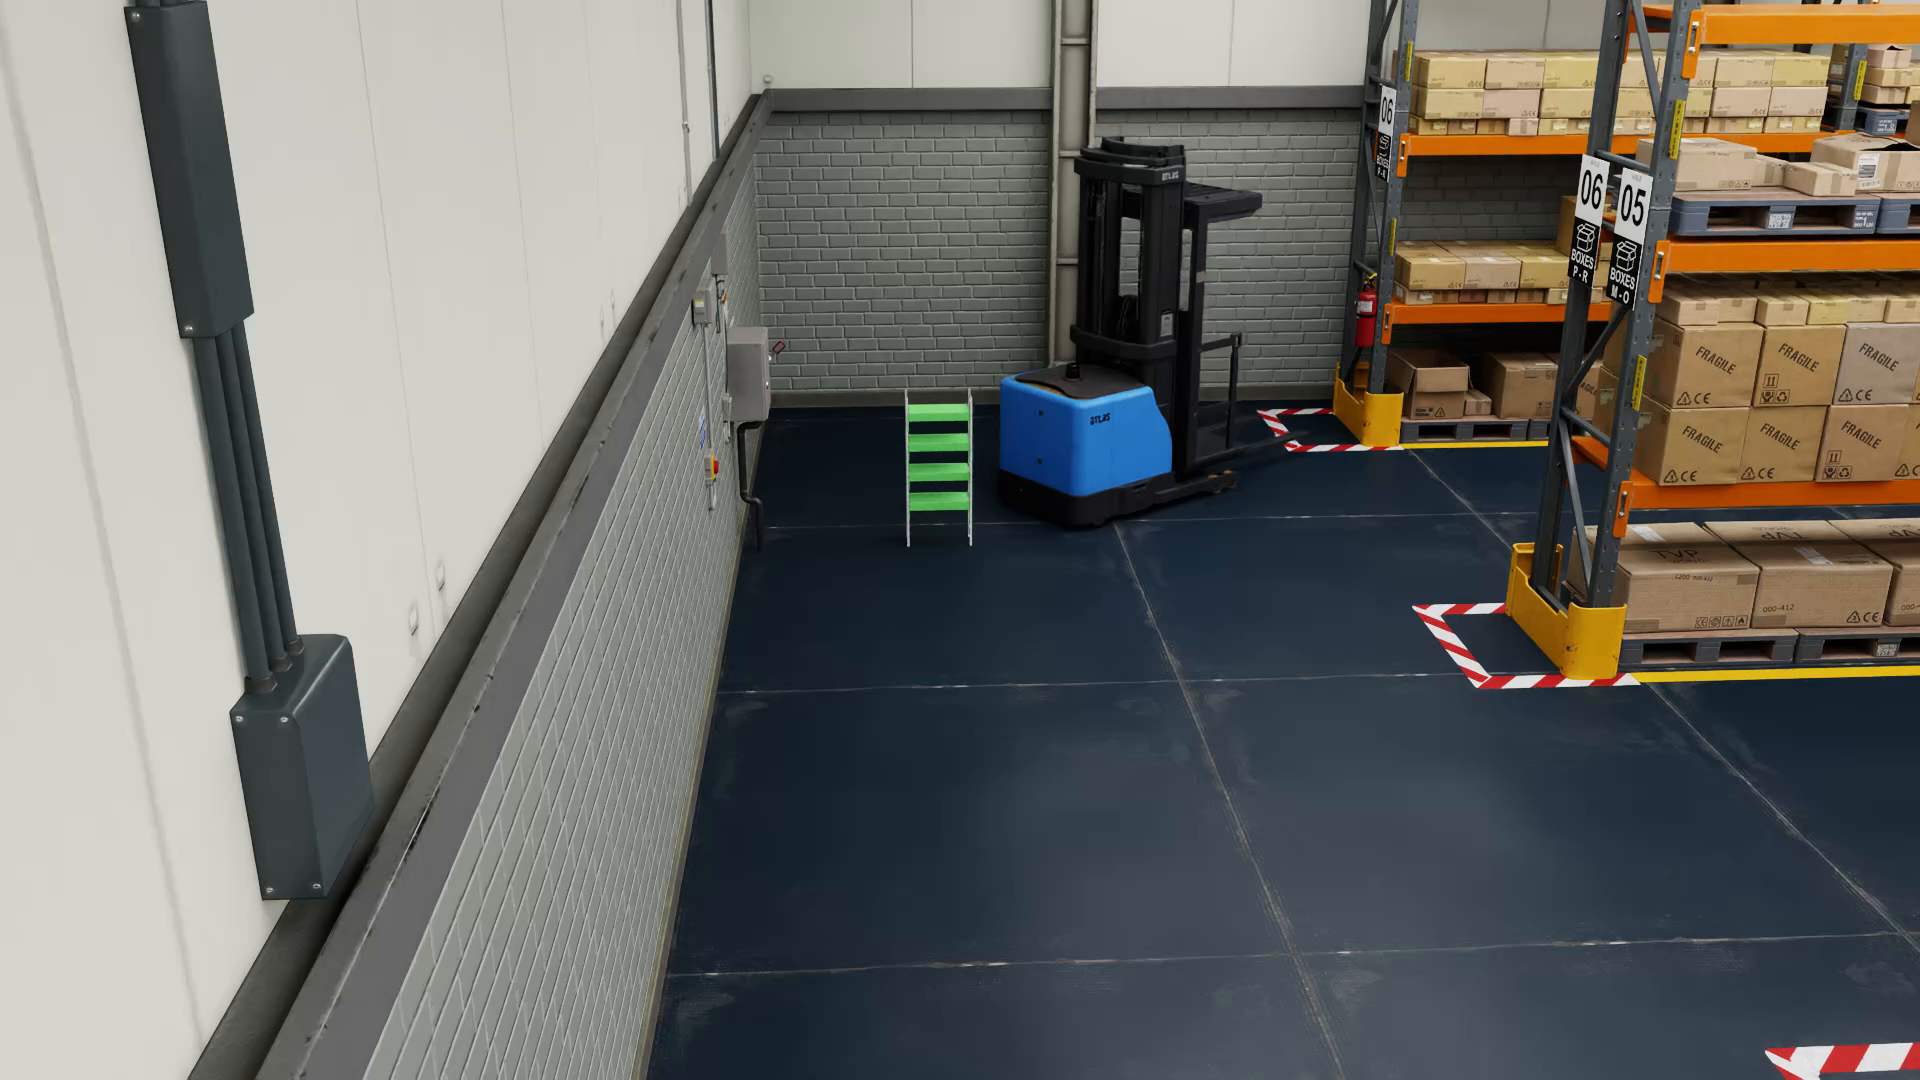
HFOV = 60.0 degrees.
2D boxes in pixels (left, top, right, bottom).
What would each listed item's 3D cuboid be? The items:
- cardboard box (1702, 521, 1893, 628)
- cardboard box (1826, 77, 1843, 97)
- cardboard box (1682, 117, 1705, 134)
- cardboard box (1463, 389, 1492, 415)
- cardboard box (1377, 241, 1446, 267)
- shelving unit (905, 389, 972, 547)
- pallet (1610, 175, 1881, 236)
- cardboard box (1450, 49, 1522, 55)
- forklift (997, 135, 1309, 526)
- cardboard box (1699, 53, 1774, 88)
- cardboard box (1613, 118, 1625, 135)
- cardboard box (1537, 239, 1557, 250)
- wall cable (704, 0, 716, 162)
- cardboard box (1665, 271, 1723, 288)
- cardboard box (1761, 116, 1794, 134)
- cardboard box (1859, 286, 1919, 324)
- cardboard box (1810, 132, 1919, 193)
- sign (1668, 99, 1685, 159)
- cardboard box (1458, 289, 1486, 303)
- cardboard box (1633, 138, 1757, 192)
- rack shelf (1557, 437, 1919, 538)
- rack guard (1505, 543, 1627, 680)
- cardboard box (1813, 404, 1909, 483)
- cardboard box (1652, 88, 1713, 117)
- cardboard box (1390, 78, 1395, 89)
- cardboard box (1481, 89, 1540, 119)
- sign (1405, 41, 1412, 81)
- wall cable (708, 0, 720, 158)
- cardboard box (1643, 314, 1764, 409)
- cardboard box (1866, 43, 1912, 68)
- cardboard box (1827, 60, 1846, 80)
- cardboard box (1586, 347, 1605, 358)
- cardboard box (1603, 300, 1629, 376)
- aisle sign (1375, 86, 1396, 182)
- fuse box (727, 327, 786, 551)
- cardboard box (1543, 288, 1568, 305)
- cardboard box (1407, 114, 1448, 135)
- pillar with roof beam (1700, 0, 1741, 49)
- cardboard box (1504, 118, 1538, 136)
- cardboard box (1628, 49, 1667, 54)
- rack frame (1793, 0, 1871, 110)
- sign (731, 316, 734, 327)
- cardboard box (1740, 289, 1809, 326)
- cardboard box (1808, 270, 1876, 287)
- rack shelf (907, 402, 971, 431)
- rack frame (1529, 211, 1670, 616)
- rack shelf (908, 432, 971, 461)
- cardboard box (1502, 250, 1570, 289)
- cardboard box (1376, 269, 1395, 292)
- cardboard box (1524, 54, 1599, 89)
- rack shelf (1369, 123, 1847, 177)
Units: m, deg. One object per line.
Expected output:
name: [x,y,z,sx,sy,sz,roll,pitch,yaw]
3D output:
cardboard box: [5.651,0.224,11.327,0.875,0.438,0.875,-1,21,-2]
cardboard box: [8.090,-4.109,15.104,0.250,0.149,0.380,-1,21,-3]
cardboard box: [6.422,-3.718,14.809,0.250,0.149,0.380,0,21,-1]
cardboard box: [4.840,-1.307,15.755,0.250,0.149,0.380,-2,21,-5]
cardboard box: [4.242,-2.642,15.638,0.500,0.250,0.500,-1,21,-1]
shelving unit: [-0.165,-0.557,12.899,0.503,1.200,0.258,-1,21,-3]
pallet: [4.825,-2.086,10.292,1.213,0.211,1.003,-1,21,-3]
cardboard box: [4.745,-4.292,15.054,0.500,0.250,0.500,-2,21,-5]
forklift: [1.776,-1.890,13.965,3.031,2.935,1.130,-16,26,-36]
cardboard box: [6.795,-4.146,14.669,0.500,0.250,0.500,-1,21,-4]
cardboard box: [5.666,-3.675,14.694,0.250,0.149,0.380,-1,21,-3]
cardboard box: [5.774,-2.671,15.714,0.500,0.250,0.500,-1,21,-3]
wall cable: [-1.618,-3.562,9.829,0.029,3.000,2.355,-1,21,-3]
cardboard box: [4.684,-1.616,10.692,0.250,0.149,0.380,-1,21,-2]
cardboard box: [7.205,-3.719,14.811,0.250,0.149,0.380,-1,21,-3]
cardboard box: [5.751,-1.454,10.266,0.250,0.149,0.380,-1,21,-3]
cardboard box: [5.582,-2.322,10.184,0.500,0.311,0.500,-1,21,-2]
sign: [4.111,-2.356,9.539,0.005,0.325,0.100,-1,21,-3]
cardboard box: [4.653,-2.301,15.301,0.250,0.149,0.380,-1,21,-4]
cardboard box: [4.529,-2.322,10.269,0.500,0.250,0.500,-3,21,-8]
rack shelf: [6.082,-0.411,10.995,4.000,0.370,1.077,-1,21,-3]
rack guard: [4.061,0.462,11.204,0.348,0.500,1.175,-1,21,-3]
cardboard box: [5.593,-0.685,10.564,0.500,0.500,0.500,-1,21,-3]
cardboard box: [6.294,-3.902,14.732,0.500,0.250,0.500,-1,21,-2]
cardboard box: [4.226,-4.046,15.109,0.500,0.250,0.500,-2,21,-4]
cardboard box: [4.763,-3.870,14.647,0.500,0.250,0.500,-1,21,-2]
sign: [3.829,-4.087,14.196,0.005,0.325,0.100,-1,21,-3]
wall cable: [-1.740,-4.570,12.423,0.133,3.039,2.988,-1,21,-3]
cardboard box: [4.580,-1.129,10.325,0.500,0.500,0.500,-2,21,-4]
cardboard box: [8.112,-4.293,14.587,0.258,0.266,0.396,-1,21,-4]
cardboard box: [8.084,-4.265,15.096,0.250,0.149,0.380,-1,21,-4]
cardboard box: [6.306,-1.501,15.771,0.500,0.500,0.700,-2,21,-5]
cardboard box: [4.553,-1.315,10.813,0.500,0.500,0.500,0,21,-1]
aisle sign: [3.747,-3.579,14.652,0.004,0.787,0.394,-1,21,-3]
fuse box: [-1.517,-0.731,12.635,0.414,1.711,0.539,-1,21,-3]
cardboard box: [5.431,-2.270,15.220,0.250,0.149,0.380,-2,21,-5]
cardboard box: [4.129,-3.678,14.703,0.250,0.149,0.380,-1,21,-2]
pillar with roof beam: [7.291,-4.131,11.325,0.400,9.000,9.100,-1,21,-3]
cardboard box: [4.901,-3.660,14.656,0.250,0.149,0.380,-1,21,-2]
cardboard box: [6.258,-4.320,15.126,0.500,0.250,0.500,-1,21,-4]
rack frame: [7.791,-5.355,14.538,0.127,3.000,1.000,-1,21,-3]
sign: [-1.752,-1.460,12.873,0.001,0.494,0.329,-1,21,-3]
cardboard box: [4.979,-1.428,10.197,0.250,0.149,0.380,-1,21,-1]
cardboard box: [5.703,-1.647,10.775,0.250,0.149,0.380,-1,21,-2]
rack shelf: [-0.165,-0.946,12.751,0.480,0.148,0.258,-1,21,-3]
rack frame: [4.085,-0.706,10.761,0.127,3.000,1.000,-1,21,-3]
rack shelf: [-0.165,-0.722,12.836,0.480,0.148,0.258,-1,21,-3]
cardboard box: [5.275,-2.474,15.196,0.500,0.250,0.500,-2,21,-4]
cardboard box: [4.113,-2.454,15.705,0.250,0.149,0.380,-1,21,-4]
cardboard box: [5.265,-4.112,14.581,0.500,0.250,0.500,-1,21,-4]
rack shelf: [5.795,-3.576,15.093,4.000,0.370,1.077,-1,21,-3]
